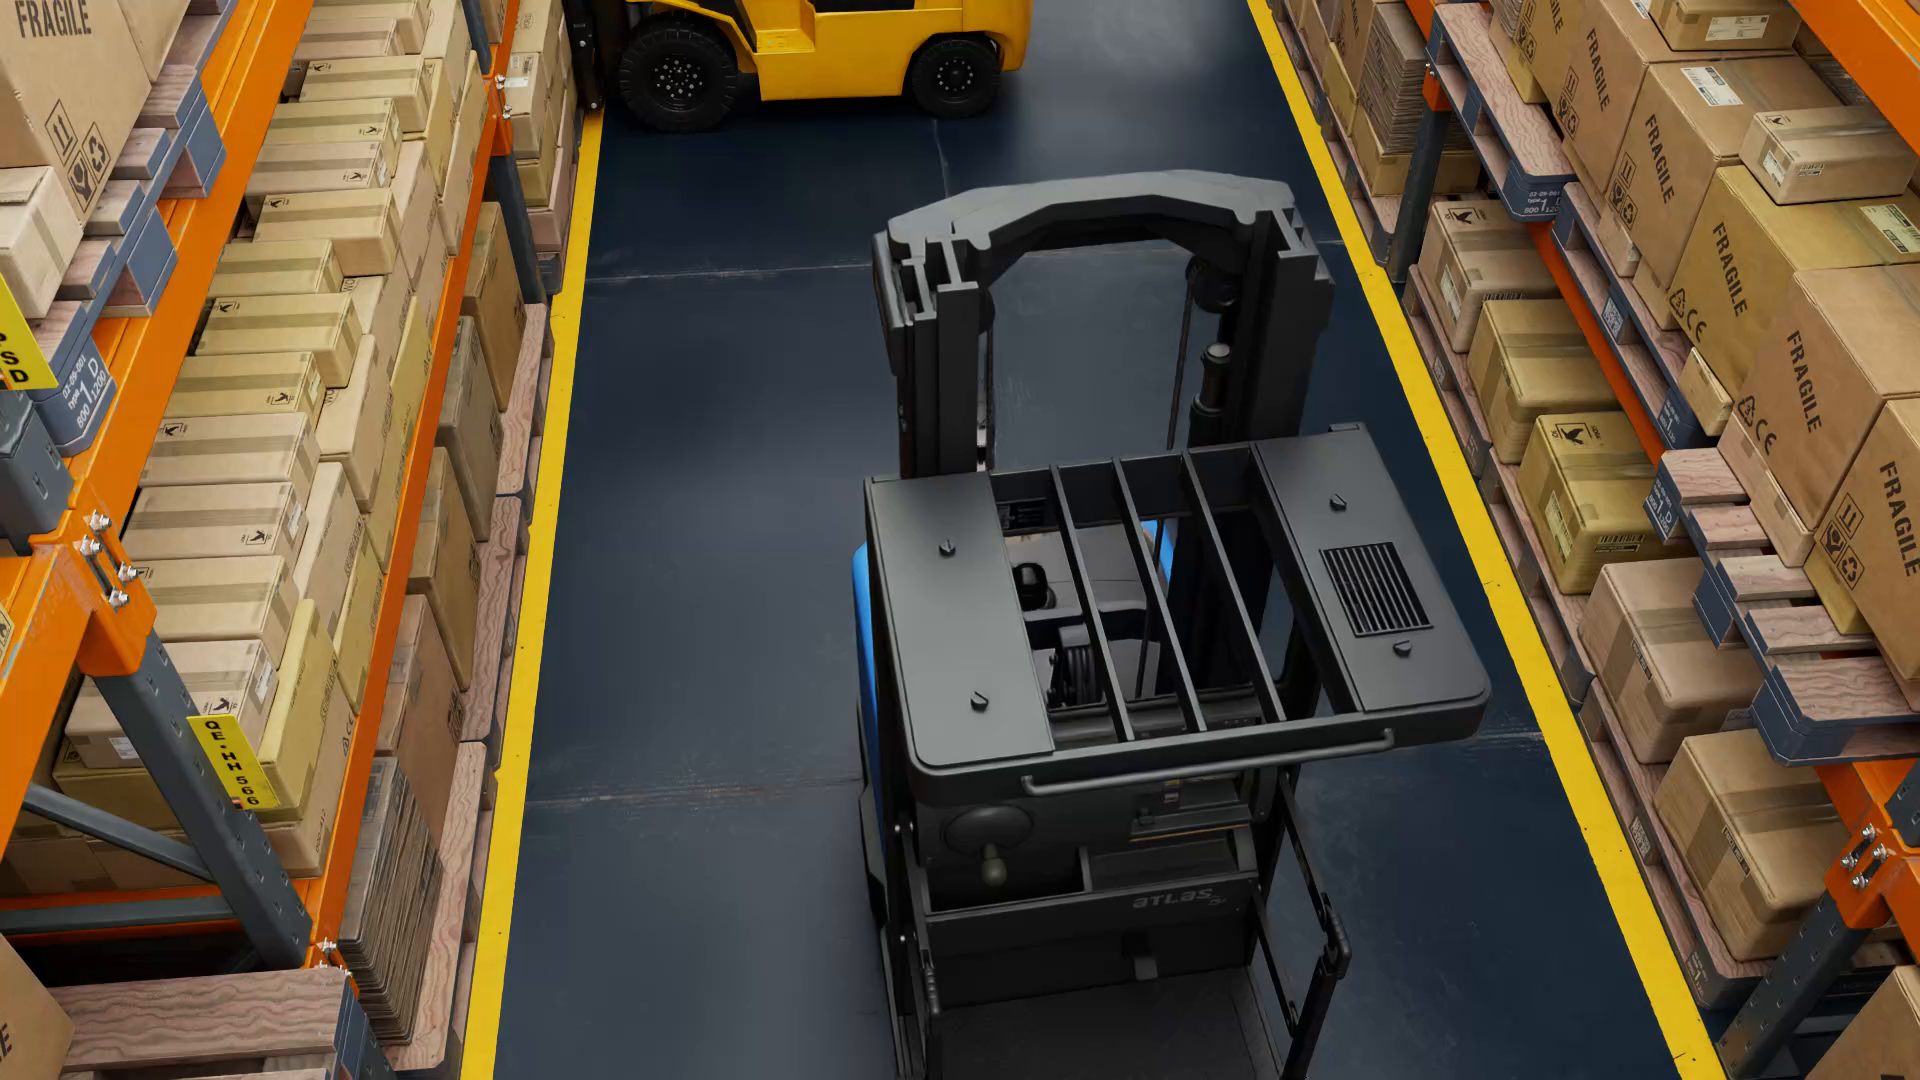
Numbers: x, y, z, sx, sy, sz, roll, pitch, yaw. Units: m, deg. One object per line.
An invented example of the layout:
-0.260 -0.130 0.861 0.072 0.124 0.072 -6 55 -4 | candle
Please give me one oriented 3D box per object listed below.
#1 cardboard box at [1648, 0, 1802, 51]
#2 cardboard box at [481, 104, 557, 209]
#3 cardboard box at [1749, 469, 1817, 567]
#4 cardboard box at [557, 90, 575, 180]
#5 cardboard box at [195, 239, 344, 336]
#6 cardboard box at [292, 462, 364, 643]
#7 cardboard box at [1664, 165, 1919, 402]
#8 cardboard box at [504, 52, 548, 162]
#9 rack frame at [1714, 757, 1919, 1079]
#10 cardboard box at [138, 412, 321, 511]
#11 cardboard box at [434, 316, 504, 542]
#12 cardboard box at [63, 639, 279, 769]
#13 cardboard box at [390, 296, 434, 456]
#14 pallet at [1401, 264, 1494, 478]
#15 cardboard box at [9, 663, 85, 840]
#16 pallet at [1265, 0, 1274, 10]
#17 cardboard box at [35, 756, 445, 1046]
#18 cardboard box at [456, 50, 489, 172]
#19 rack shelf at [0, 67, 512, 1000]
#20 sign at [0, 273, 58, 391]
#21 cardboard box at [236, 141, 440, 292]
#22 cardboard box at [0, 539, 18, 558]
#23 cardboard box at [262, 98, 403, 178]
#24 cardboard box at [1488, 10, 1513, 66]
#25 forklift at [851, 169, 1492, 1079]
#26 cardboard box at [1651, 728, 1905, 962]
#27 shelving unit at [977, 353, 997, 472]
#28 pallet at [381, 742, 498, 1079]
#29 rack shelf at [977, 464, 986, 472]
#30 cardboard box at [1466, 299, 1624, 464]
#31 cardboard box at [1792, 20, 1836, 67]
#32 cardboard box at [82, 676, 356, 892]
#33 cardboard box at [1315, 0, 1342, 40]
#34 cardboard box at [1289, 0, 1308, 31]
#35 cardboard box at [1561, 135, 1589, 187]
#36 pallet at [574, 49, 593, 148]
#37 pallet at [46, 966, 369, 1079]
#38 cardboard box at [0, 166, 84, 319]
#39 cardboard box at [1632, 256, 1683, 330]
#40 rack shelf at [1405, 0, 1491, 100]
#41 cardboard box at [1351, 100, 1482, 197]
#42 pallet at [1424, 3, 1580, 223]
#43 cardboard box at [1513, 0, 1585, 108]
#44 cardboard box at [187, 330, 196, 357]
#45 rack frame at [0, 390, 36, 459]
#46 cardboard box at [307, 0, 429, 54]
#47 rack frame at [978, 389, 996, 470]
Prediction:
2.425 -1.680 5.266 0.380 0.149 0.250 -1 47 -1 | cardboard box
-2.135 -1.753 7.604 0.500 0.250 0.500 -4 47 -3 | cardboard box
2.457 -0.074 4.638 0.380 0.149 0.250 -4 47 -4 | cardboard box
-2.170 -1.949 8.134 0.500 0.250 0.500 -4 47 -4 | cardboard box
-2.037 -0.741 4.870 0.380 0.149 0.250 -3 47 -3 | cardboard box
-1.901 0.062 4.384 0.500 0.250 0.500 -2 47 -2 | cardboard box
2.466 -0.755 4.836 0.500 0.500 0.500 -6 47 -6 | cardboard box
-2.129 -1.925 7.423 0.500 0.250 0.500 -4 47 -4 | cardboard box
2.879 0.576 4.138 1.000 3.000 0.127 -3 47 -3 | rack frame
-1.905 -0.191 4.349 0.380 0.149 0.250 -3 47 -3 | cardboard box
-2.289 -0.402 6.412 0.875 0.625 0.625 -4 47 -4 | cardboard box
-1.800 0.375 3.814 0.380 0.149 0.250 -2 47 -2 | cardboard box
-1.989 -0.515 5.276 0.500 0.250 0.500 -2 47 -2 | cardboard box
2.611 -0.796 7.358 1.003 0.211 1.213 -3 47 -3 | pallet
-2.381 0.452 4.015 0.500 0.250 0.500 -3 47 -2 | cardboard box
2.249 -3.608 10.022 1.003 0.211 1.213 -3 47 -3 | pallet
-2.105 1.101 4.988 0.875 0.625 0.625 -2 47 -2 | cardboard box
-2.099 -1.613 6.315 0.500 0.250 0.500 -3 47 -2 | cardboard box
-2.234 -0.319 5.482 1.077 0.370 4.000 -3 47 -3 | rack shelf
-1.526 -0.360 2.603 0.100 0.325 0.005 -3 47 -3 | sign
-2.019 -1.052 5.439 0.500 0.250 0.500 -3 47 -3 | cardboard box
-2.390 0.027 4.143 0.380 0.149 0.250 -4 47 -3 | cardboard box
-2.031 -1.296 5.396 0.380 0.149 0.250 -4 47 -4 | cardboard box
2.276 -1.957 6.421 0.380 0.149 0.250 -3 47 -3 | cardboard box
0.381 0.732 4.038 1.130 2.935 3.031 -7 47 -6 | forklift
2.842 0.926 5.328 0.950 0.372 0.625 -6 47 -6 | cardboard box
0.001 -0.304 6.418 0.258 0.900 0.210 -3 47 -3 | shelving unit
-2.097 1.242 5.429 1.003 0.211 1.213 -3 47 -3 | pallet
0.001 -0.281 6.442 0.258 0.077 0.200 -3 47 -3 | rack shelf
2.654 -0.659 6.829 0.950 0.372 0.625 -1 47 -1 | cardboard box
2.892 -1.546 5.585 0.500 0.500 0.500 -2 47 -2 | cardboard box
-1.860 0.596 4.223 0.500 0.250 0.500 -3 47 -3 | cardboard box
2.139 -2.923 8.541 0.500 0.500 0.500 -1 47 -1 | cardboard box
2.095 -3.046 9.174 0.500 0.250 0.500 -1 47 -1 | cardboard box
2.368 -1.386 5.881 0.380 0.149 0.250 -3 47 -3 | cardboard box
-2.532 -2.517 8.989 1.003 0.211 1.213 -3 47 -3 | pallet
-1.940 1.433 3.459 1.213 0.211 1.003 -3 47 -3 | pallet
-1.793 -0.520 2.913 0.380 0.166 0.250 -4 47 -3 | cardboard box
2.409 -0.821 5.345 0.380 0.149 0.250 -5 47 -5 | cardboard box
2.377 -3.517 8.511 1.077 0.370 4.000 -3 47 -3 | rack shelf
2.227 -1.928 8.115 0.500 0.250 0.500 -2 47 -1 | cardboard box
2.463 -1.690 6.417 1.003 0.211 1.213 -3 47 -3 | pallet
2.340 -1.880 5.901 0.500 0.500 0.500 -3 47 -3 | cardboard box
-2.500 -0.645 5.054 0.500 0.250 0.500 -4 47 -4 | cardboard box
-2.067 -1.182 1.672 1.000 3.000 0.127 -3 47 -3 | rack frame
-2.112 -1.851 5.922 0.380 0.149 0.250 -4 47 -4 | cardboard box
0.009 -0.230 6.348 0.240 0.900 0.006 -3 47 -3 | rack frame
